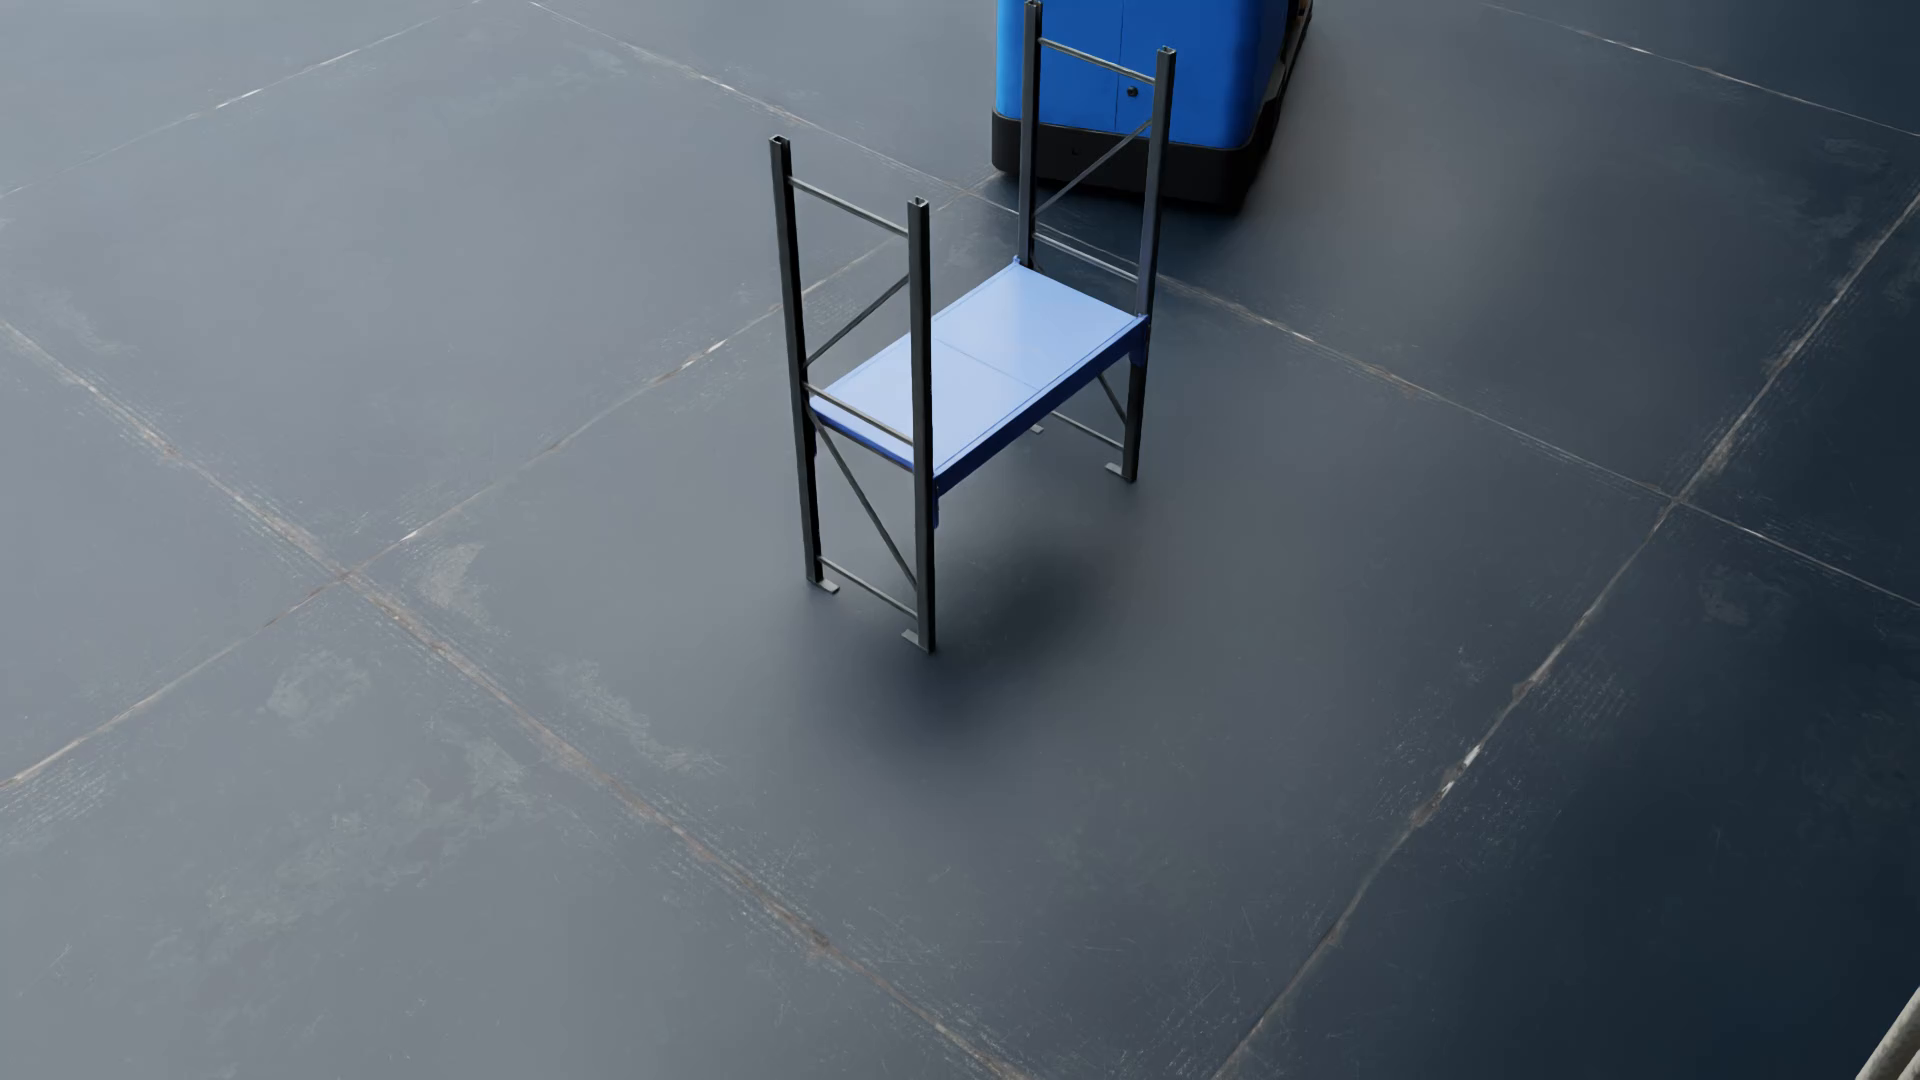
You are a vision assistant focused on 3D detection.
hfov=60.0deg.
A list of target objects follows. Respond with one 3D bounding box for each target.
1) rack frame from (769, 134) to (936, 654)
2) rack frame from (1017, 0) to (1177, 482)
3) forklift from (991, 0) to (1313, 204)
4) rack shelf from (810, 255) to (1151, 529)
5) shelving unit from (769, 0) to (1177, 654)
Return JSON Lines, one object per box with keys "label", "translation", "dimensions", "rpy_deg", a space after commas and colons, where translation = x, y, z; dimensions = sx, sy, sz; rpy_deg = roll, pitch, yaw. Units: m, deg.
{"label": "rack frame", "translation": [-0.272, -0.337, 4.506], "dimensions": [0.500, 1.500, 0.032], "rpy_deg": [29, 50, 28]}
{"label": "rack frame", "translation": [0.382, -0.861, 5.082], "dimensions": [0.500, 1.500, 0.032], "rpy_deg": [29, 50, 28]}
{"label": "forklift", "translation": [1.041, -3.424, 6.837], "dimensions": [1.130, 2.935, 3.031], "rpy_deg": [11, 44, 12]}
{"label": "rack shelf", "translation": [0.055, -0.466, 4.915], "dimensions": [0.538, 0.185, 1.000], "rpy_deg": [29, 50, 28]}
{"label": "shelving unit", "translation": [0.055, -0.599, 4.794], "dimensions": [0.538, 1.500, 1.048], "rpy_deg": [29, 50, 28]}
